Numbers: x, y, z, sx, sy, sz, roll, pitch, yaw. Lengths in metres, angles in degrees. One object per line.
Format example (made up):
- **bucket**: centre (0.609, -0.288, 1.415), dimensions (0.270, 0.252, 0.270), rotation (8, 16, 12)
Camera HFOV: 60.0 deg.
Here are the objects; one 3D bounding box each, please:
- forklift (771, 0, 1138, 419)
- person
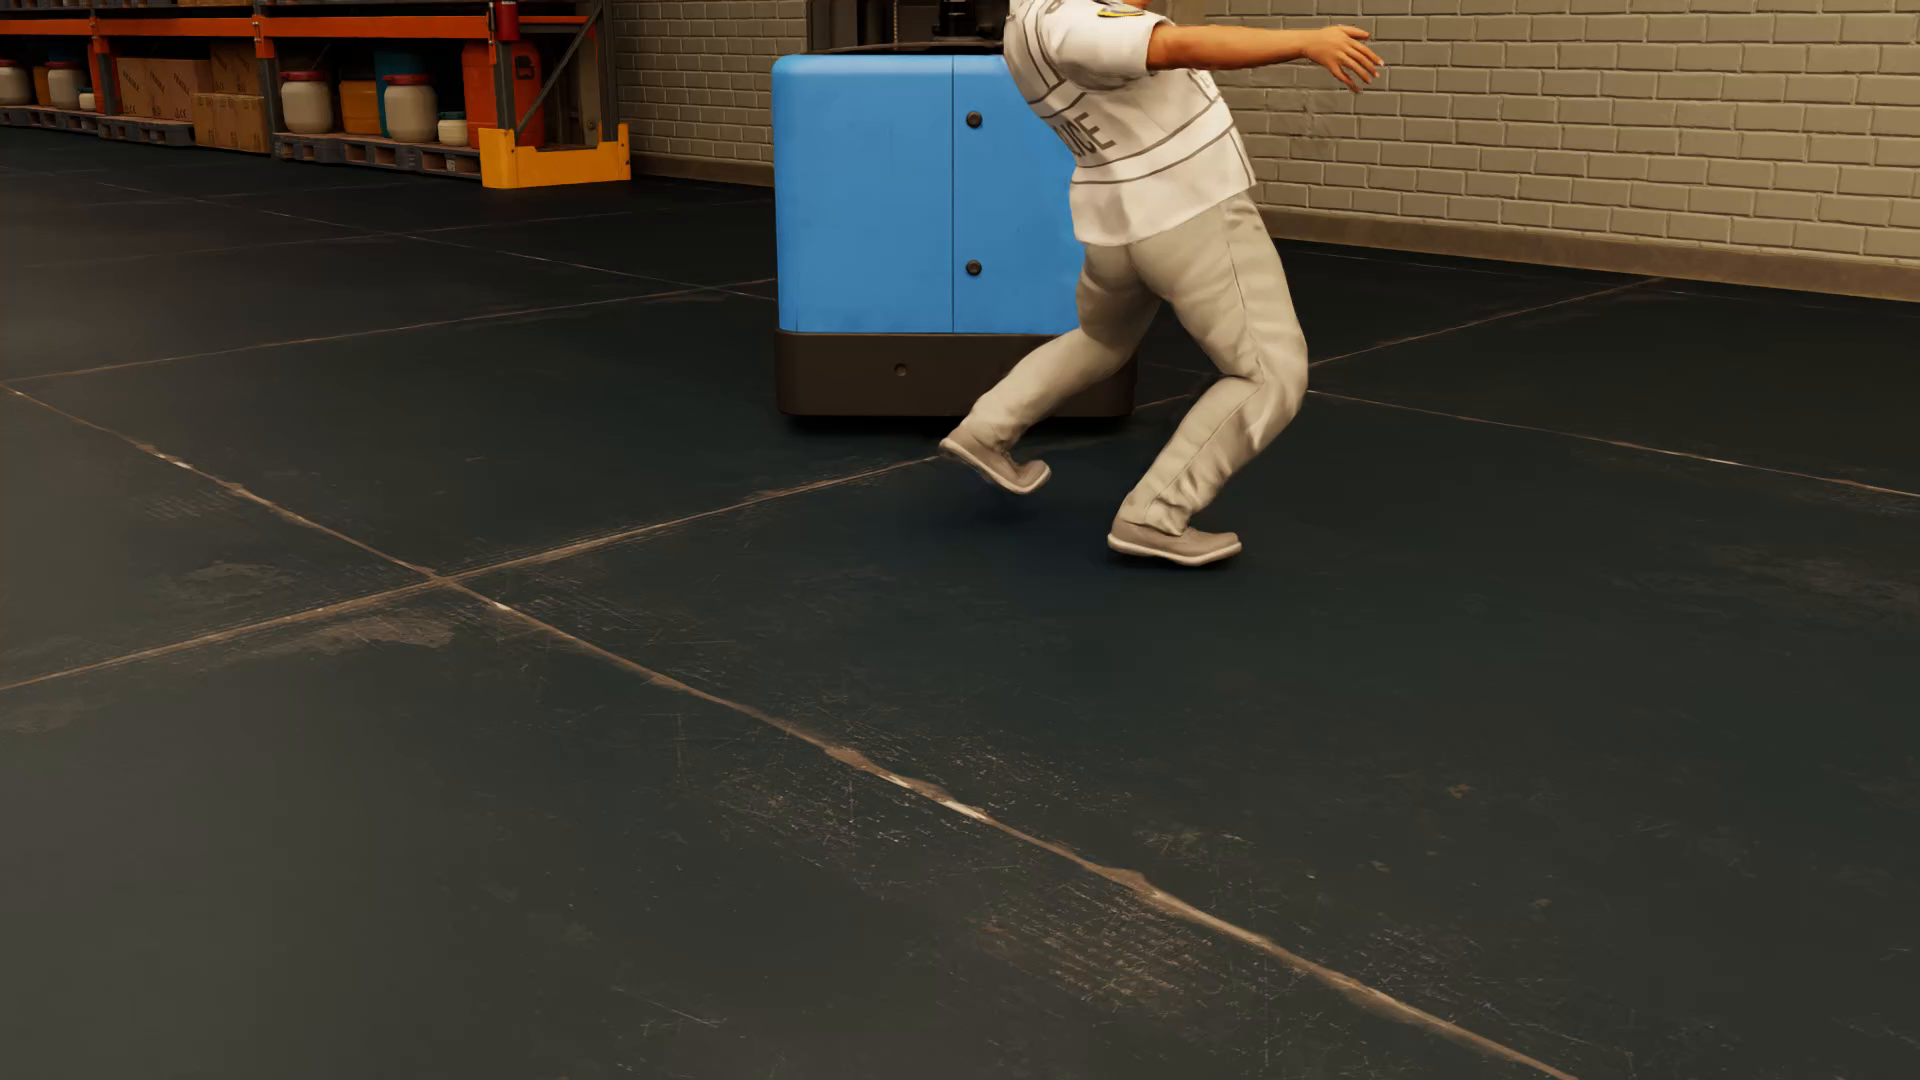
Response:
- **forklift**: centre (0.028, -2.134, 5.840), dimensions (1.130, 2.935, 3.031), rotation (1, 17, 2)
- **person**: centre (0.455, -0.675, 3.578), dimensions (0.681, 1.459, 1.026), rotation (-9, 19, -26)
